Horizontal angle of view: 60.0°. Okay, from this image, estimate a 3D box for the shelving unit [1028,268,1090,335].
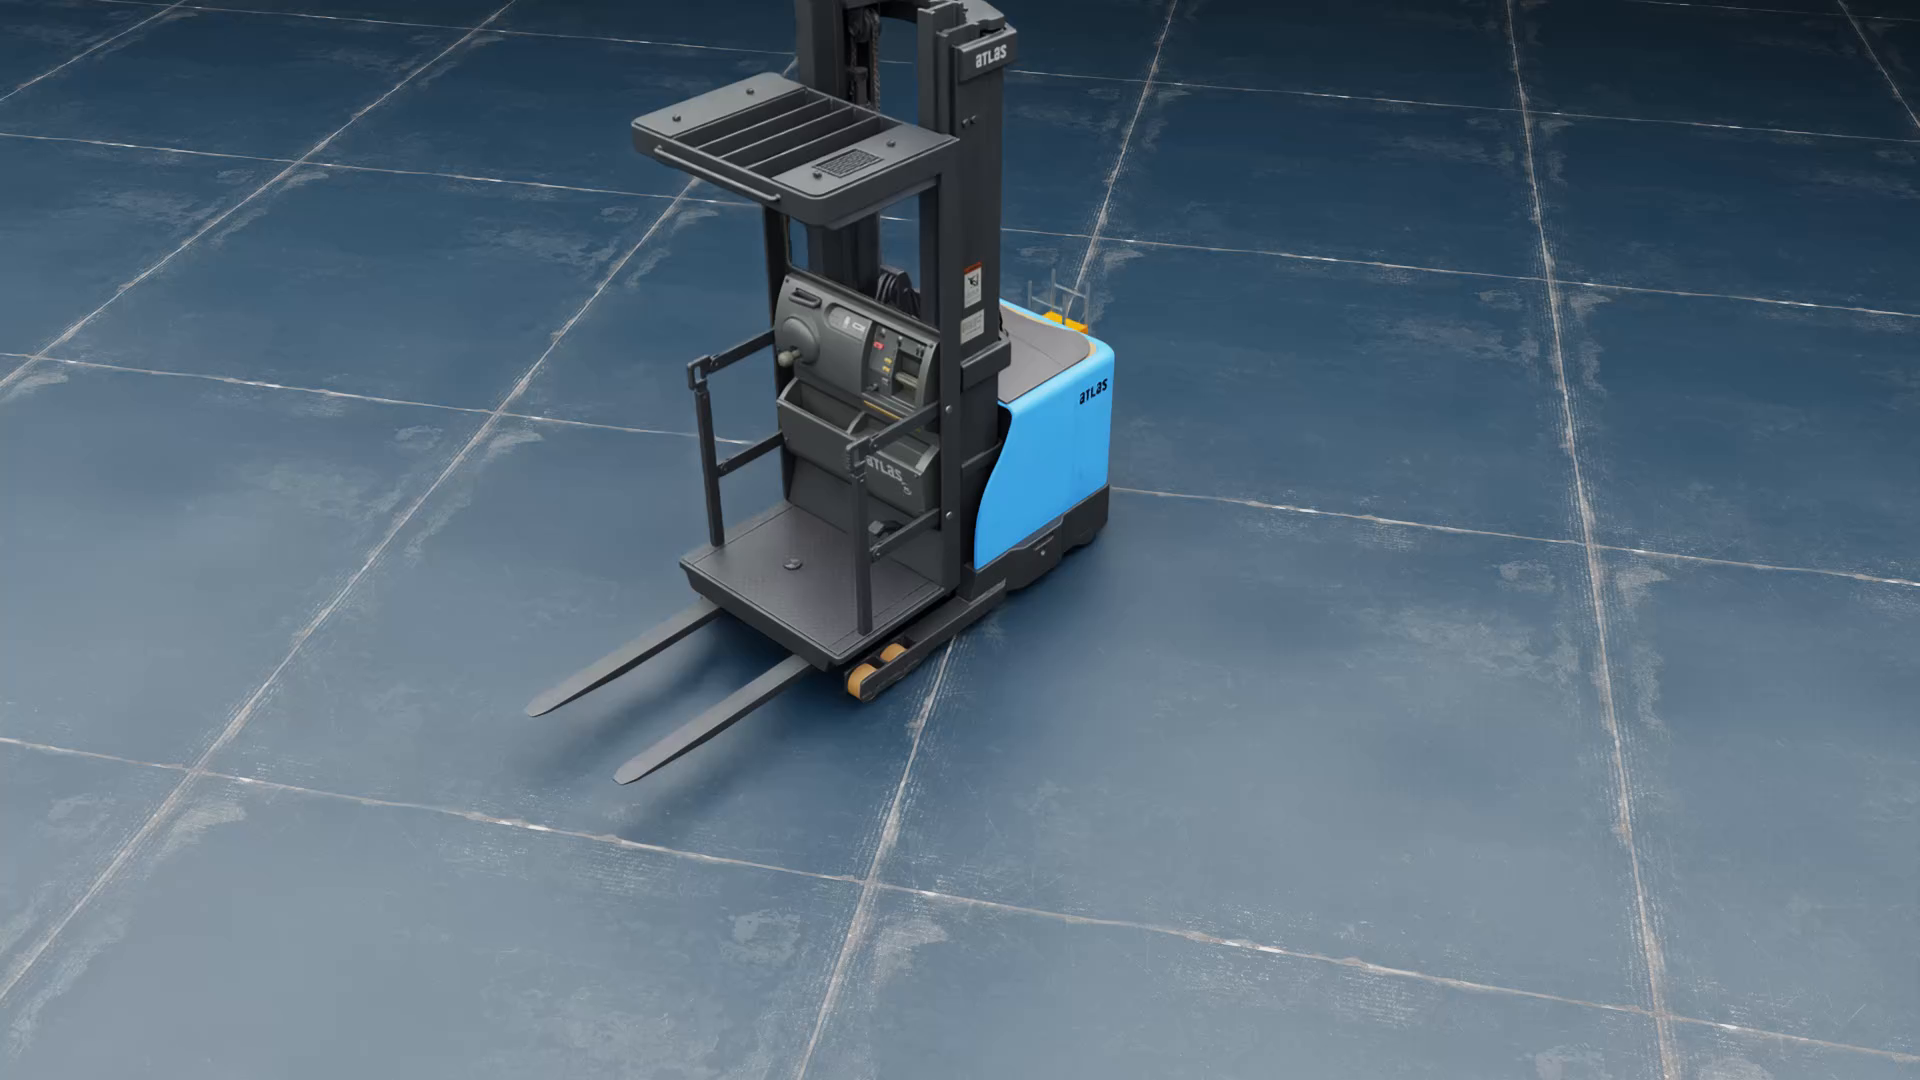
[{"bbox_3d":[0.492,-0.793,8.591,0.258,1.200,0.189,28,44,33],"label":"shelving unit"}]

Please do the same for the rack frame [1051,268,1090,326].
[{"bbox_3d":[0.553,-0.832,8.646,0.240,1.200,0.006,28,44,33],"label":"rack frame"}]

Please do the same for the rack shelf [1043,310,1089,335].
[{"bbox_3d":[0.492,-1.048,8.406,0.258,0.103,0.180,28,44,33],"label":"rack shelf"}]

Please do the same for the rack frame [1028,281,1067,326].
[{"bbox_3d":[0.430,-0.753,8.536,0.240,1.200,0.006,28,44,33],"label":"rack frame"}]

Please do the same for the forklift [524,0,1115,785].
[{"bbox_3d":[-0.605,-0.798,7.123,1.130,2.935,3.031,28,44,33],"label":"forklift"}]
